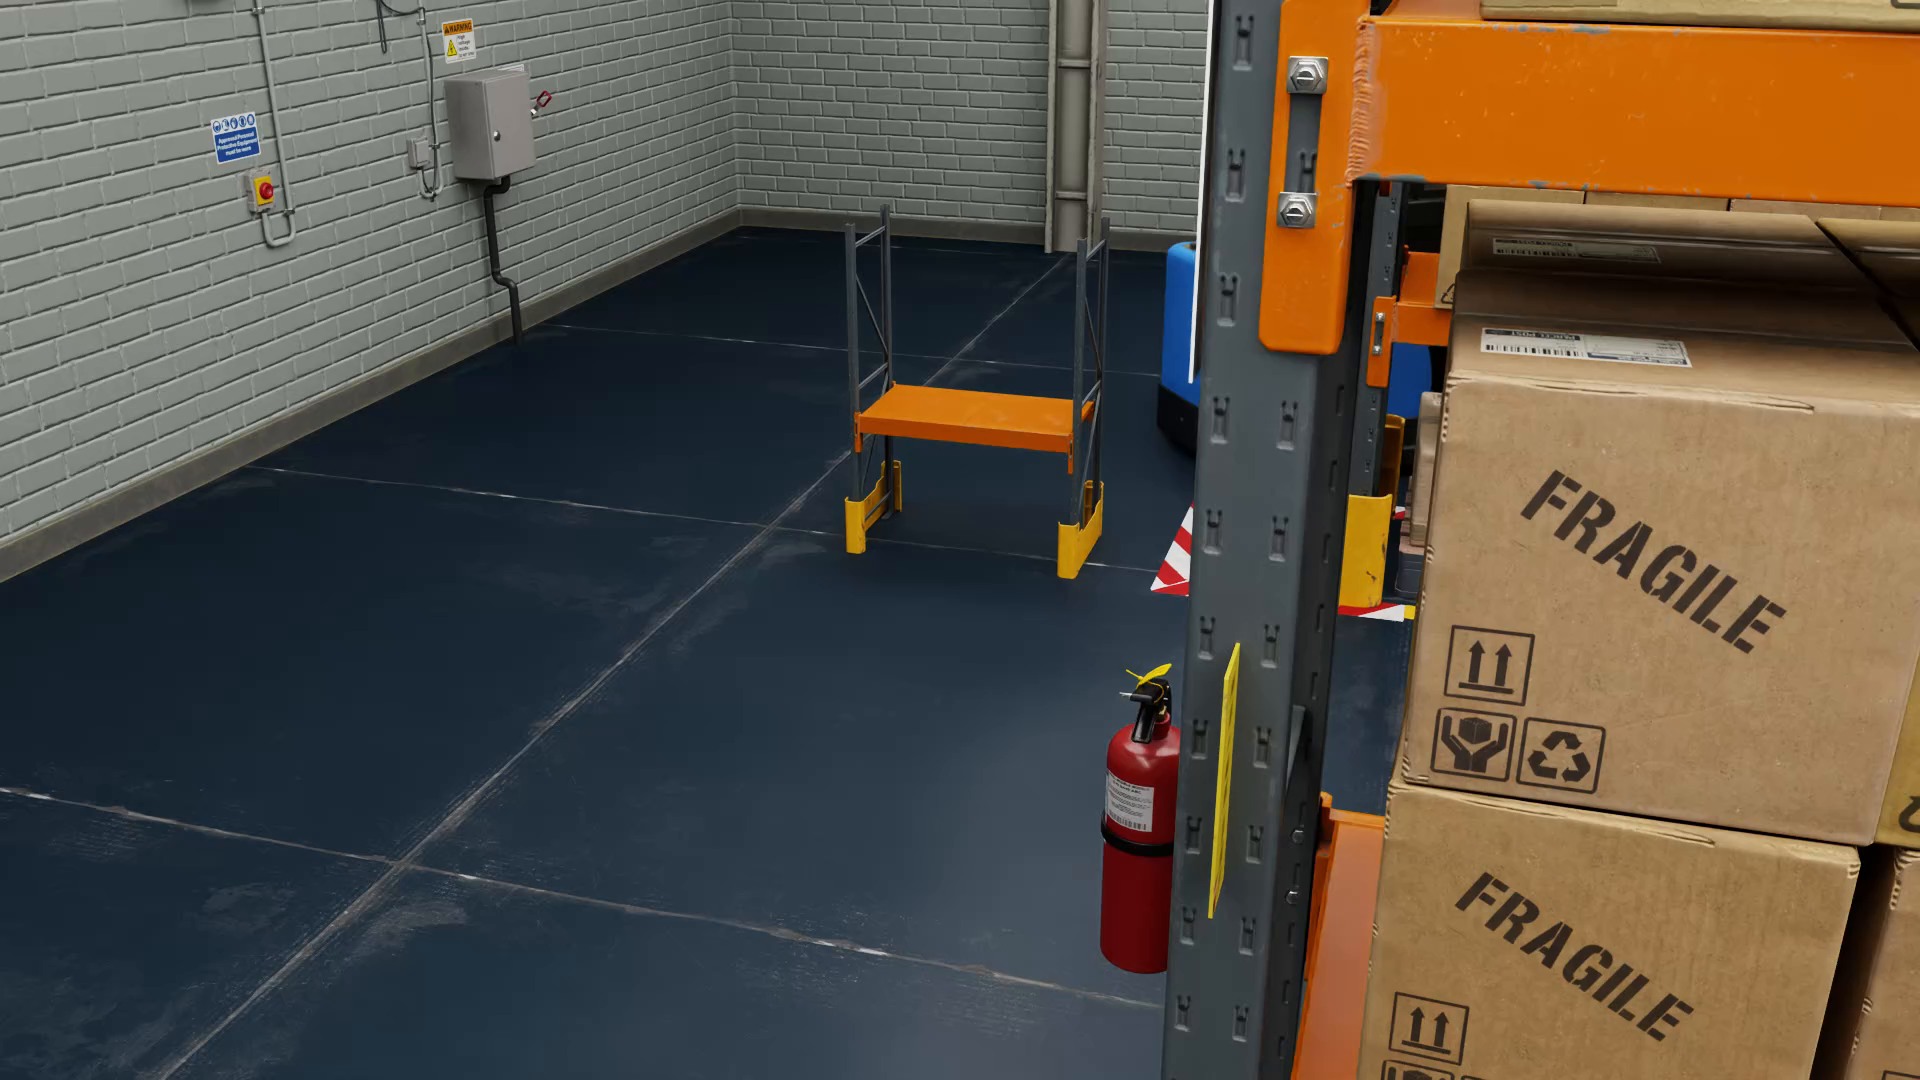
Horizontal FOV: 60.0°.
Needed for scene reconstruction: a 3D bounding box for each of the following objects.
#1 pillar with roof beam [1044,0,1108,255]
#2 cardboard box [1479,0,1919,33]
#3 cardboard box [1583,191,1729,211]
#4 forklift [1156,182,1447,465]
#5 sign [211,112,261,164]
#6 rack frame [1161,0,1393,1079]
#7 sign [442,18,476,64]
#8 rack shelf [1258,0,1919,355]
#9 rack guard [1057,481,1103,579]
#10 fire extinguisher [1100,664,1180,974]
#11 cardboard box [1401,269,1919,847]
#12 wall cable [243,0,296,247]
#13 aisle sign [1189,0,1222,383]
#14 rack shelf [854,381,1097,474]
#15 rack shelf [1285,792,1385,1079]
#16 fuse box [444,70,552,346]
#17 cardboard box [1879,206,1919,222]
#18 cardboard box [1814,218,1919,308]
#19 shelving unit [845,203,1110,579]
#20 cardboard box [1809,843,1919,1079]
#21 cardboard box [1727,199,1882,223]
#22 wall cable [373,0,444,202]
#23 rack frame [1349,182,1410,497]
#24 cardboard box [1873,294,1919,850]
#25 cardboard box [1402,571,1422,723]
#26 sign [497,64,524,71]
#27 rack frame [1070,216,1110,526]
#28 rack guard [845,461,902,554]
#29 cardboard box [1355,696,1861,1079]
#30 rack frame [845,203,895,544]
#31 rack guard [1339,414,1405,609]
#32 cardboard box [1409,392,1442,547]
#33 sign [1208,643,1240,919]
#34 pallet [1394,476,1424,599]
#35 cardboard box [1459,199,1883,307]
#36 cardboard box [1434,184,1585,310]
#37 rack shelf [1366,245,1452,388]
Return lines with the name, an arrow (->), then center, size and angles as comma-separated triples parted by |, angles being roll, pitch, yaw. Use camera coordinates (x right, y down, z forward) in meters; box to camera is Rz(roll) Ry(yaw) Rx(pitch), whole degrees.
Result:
pillar with roof beam -> -0.330, -4.957, 7.998 | 0.400, 9.000, 9.100 | 7, 23, 16
cardboard box -> 0.827, -0.686, 1.734 | 0.500, 0.250, 0.500 | 7, 23, 17
cardboard box -> 2.673, -1.163, 6.521 | 0.500, 0.500, 0.500 | 6, 23, 15
forklift -> 2.648, -1.946, 8.652 | 3.031, 2.935, 1.130 | -8, 24, -18
sign -> -3.674, -2.043, 8.441 | 0.001, 0.218, 0.327 | 7, 23, 16
rack frame -> 0.470, 0.492, 2.618 | 0.053, 2.616, 0.949 | 7, 23, 16
sign -> -3.069, -3.060, 10.190 | 0.001, 0.242, 0.339 | 7, 23, 16
rack shelf -> 2.386, -0.345, 1.654 | 4.000, 0.370, 1.077 | 7, 23, 16
rack guard -> 0.550, -0.053, 7.569 | 0.087, 0.250, 0.587 | 7, 23, 16
fire extinguisher -> 0.363, 0.504, 3.183 | 0.183, 0.674, 0.296 | 7, 23, 16
cardboard box -> 0.824, -0.010, 2.001 | 0.500, 0.500, 0.500 | 6, 23, 15
wall cable -> -3.601, -2.413, 8.320 | 0.123, 1.953, 0.585 | 7, 23, 16
aisle sign -> 0.314, -0.611, 1.882 | 0.004, 0.787, 0.394 | 7, 23, 16
rack shelf -> 0.082, -0.518, 7.531 | 1.000, 0.185, 0.538 | 7, 23, 16
rack shelf -> 2.386, 1.043, 2.223 | 4.000, 0.370, 1.077 | 7, 23, 16
fuse box -> -2.855, -2.080, 10.585 | 0.414, 1.711, 0.539 | 7, 23, 16
cardboard box -> 3.639, -1.052, 6.250 | 0.500, 0.500, 0.500 | 7, 23, 17
cardboard box -> 1.466, -0.140, 2.319 | 0.500, 0.500, 0.500 | 6, 23, 14
shelving unit -> 0.073, -0.686, 7.465 | 1.083, 1.500, 0.587 | 7, 23, 16
cardboard box -> 1.341, 0.506, 2.061 | 0.500, 0.500, 0.500 | 7, 23, 16
cardboard box -> 3.155, -1.101, 6.369 | 0.500, 0.500, 0.500 | 6, 23, 15
wall cable -> -3.203, -2.915, 9.585 | 0.122, 1.984, 0.588 | 7, 23, 16
rack frame -> 1.804, -1.319, 7.033 | 0.127, 3.000, 1.000 | 7, 23, 16
cardboard box -> 1.309, 0.043, 1.872 | 0.500, 0.500, 0.500 | 7, 23, 17
cardboard box -> 0.975, 0.263, 2.654 | 0.500, 0.500, 0.500 | 7, 23, 17
sign -> -2.910, -2.834, 10.851 | 0.001, 0.494, 0.329 | 7, 23, 16
rack frame -> 0.568, -0.629, 7.327 | 0.032, 1.500, 0.500 | 7, 23, 16
rack guard -> -0.404, -0.162, 7.835 | 0.087, 0.250, 0.587 | 7, 23, 16
cardboard box -> 0.821, 0.456, 2.181 | 0.500, 0.500, 0.500 | 8, 24, 18
rack frame -> -0.405, -0.740, 7.598 | 0.032, 1.500, 0.500 | 7, 23, 16
rack guard -> 1.781, -0.165, 7.514 | 0.348, 0.500, 1.175 | 7, 23, 16
cardboard box -> 2.465, -0.292, 7.351 | 0.875, 0.438, 0.875 | 6, 23, 14
sign -> 0.314, 0.287, 1.976 | 0.005, 0.325, 0.100 | 7, 23, 16
pallet -> 2.592, 0.031, 7.418 | 1.213, 0.211, 1.003 | 7, 23, 16
cardboard box -> 0.981, -0.196, 2.454 | 0.500, 0.500, 0.500 | 6, 23, 14
cardboard box -> 2.181, -1.208, 6.631 | 0.500, 0.500, 0.500 | 6, 23, 15
rack shelf -> 3.719, -0.767, 6.635 | 4.000, 0.370, 1.077 | 7, 23, 16
